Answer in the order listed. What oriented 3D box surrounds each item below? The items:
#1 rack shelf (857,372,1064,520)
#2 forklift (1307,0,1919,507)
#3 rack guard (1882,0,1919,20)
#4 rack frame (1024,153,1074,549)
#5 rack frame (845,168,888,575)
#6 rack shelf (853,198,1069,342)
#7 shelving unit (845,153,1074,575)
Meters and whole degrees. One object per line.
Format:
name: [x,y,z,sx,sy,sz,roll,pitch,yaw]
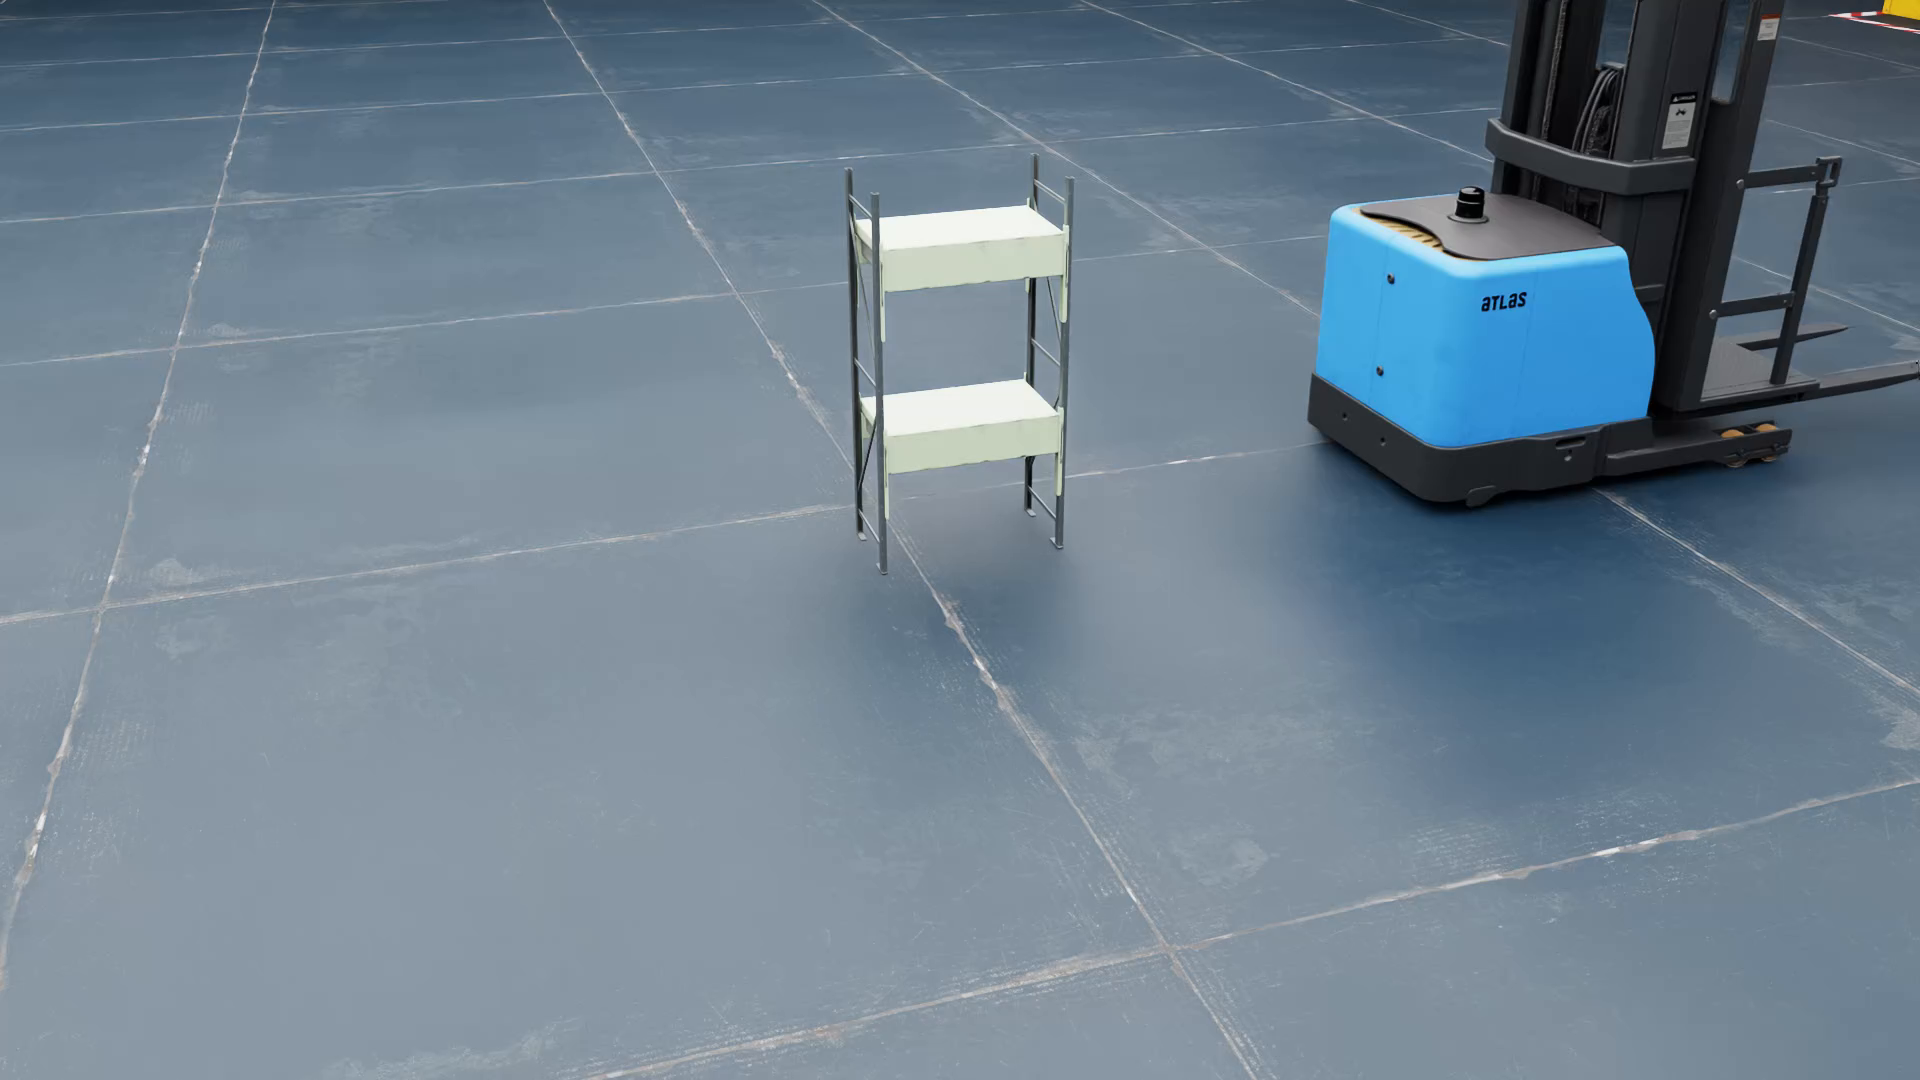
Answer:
rack shelf: [-0.006,-0.379,6.560,0.720,0.370,0.431,-8,28,-16]
forklift: [3.181,-1.843,7.167,3.031,2.935,1.130,-9,28,-18]
rack guard: [10.687,-5.937,18.147,0.348,0.500,1.175,-8,28,-16]
rack frame: [0.342,-0.721,6.516,0.023,1.500,0.400,-8,28,-16]
rack frame: [-0.354,-0.620,6.313,0.023,1.500,0.400,-8,28,-16]
rack shelf: [-0.006,-1.020,6.241,0.720,0.370,0.431,-8,28,-16]
shelving unit: [-0.006,-0.671,6.415,0.755,1.500,0.431,-8,28,-16]
